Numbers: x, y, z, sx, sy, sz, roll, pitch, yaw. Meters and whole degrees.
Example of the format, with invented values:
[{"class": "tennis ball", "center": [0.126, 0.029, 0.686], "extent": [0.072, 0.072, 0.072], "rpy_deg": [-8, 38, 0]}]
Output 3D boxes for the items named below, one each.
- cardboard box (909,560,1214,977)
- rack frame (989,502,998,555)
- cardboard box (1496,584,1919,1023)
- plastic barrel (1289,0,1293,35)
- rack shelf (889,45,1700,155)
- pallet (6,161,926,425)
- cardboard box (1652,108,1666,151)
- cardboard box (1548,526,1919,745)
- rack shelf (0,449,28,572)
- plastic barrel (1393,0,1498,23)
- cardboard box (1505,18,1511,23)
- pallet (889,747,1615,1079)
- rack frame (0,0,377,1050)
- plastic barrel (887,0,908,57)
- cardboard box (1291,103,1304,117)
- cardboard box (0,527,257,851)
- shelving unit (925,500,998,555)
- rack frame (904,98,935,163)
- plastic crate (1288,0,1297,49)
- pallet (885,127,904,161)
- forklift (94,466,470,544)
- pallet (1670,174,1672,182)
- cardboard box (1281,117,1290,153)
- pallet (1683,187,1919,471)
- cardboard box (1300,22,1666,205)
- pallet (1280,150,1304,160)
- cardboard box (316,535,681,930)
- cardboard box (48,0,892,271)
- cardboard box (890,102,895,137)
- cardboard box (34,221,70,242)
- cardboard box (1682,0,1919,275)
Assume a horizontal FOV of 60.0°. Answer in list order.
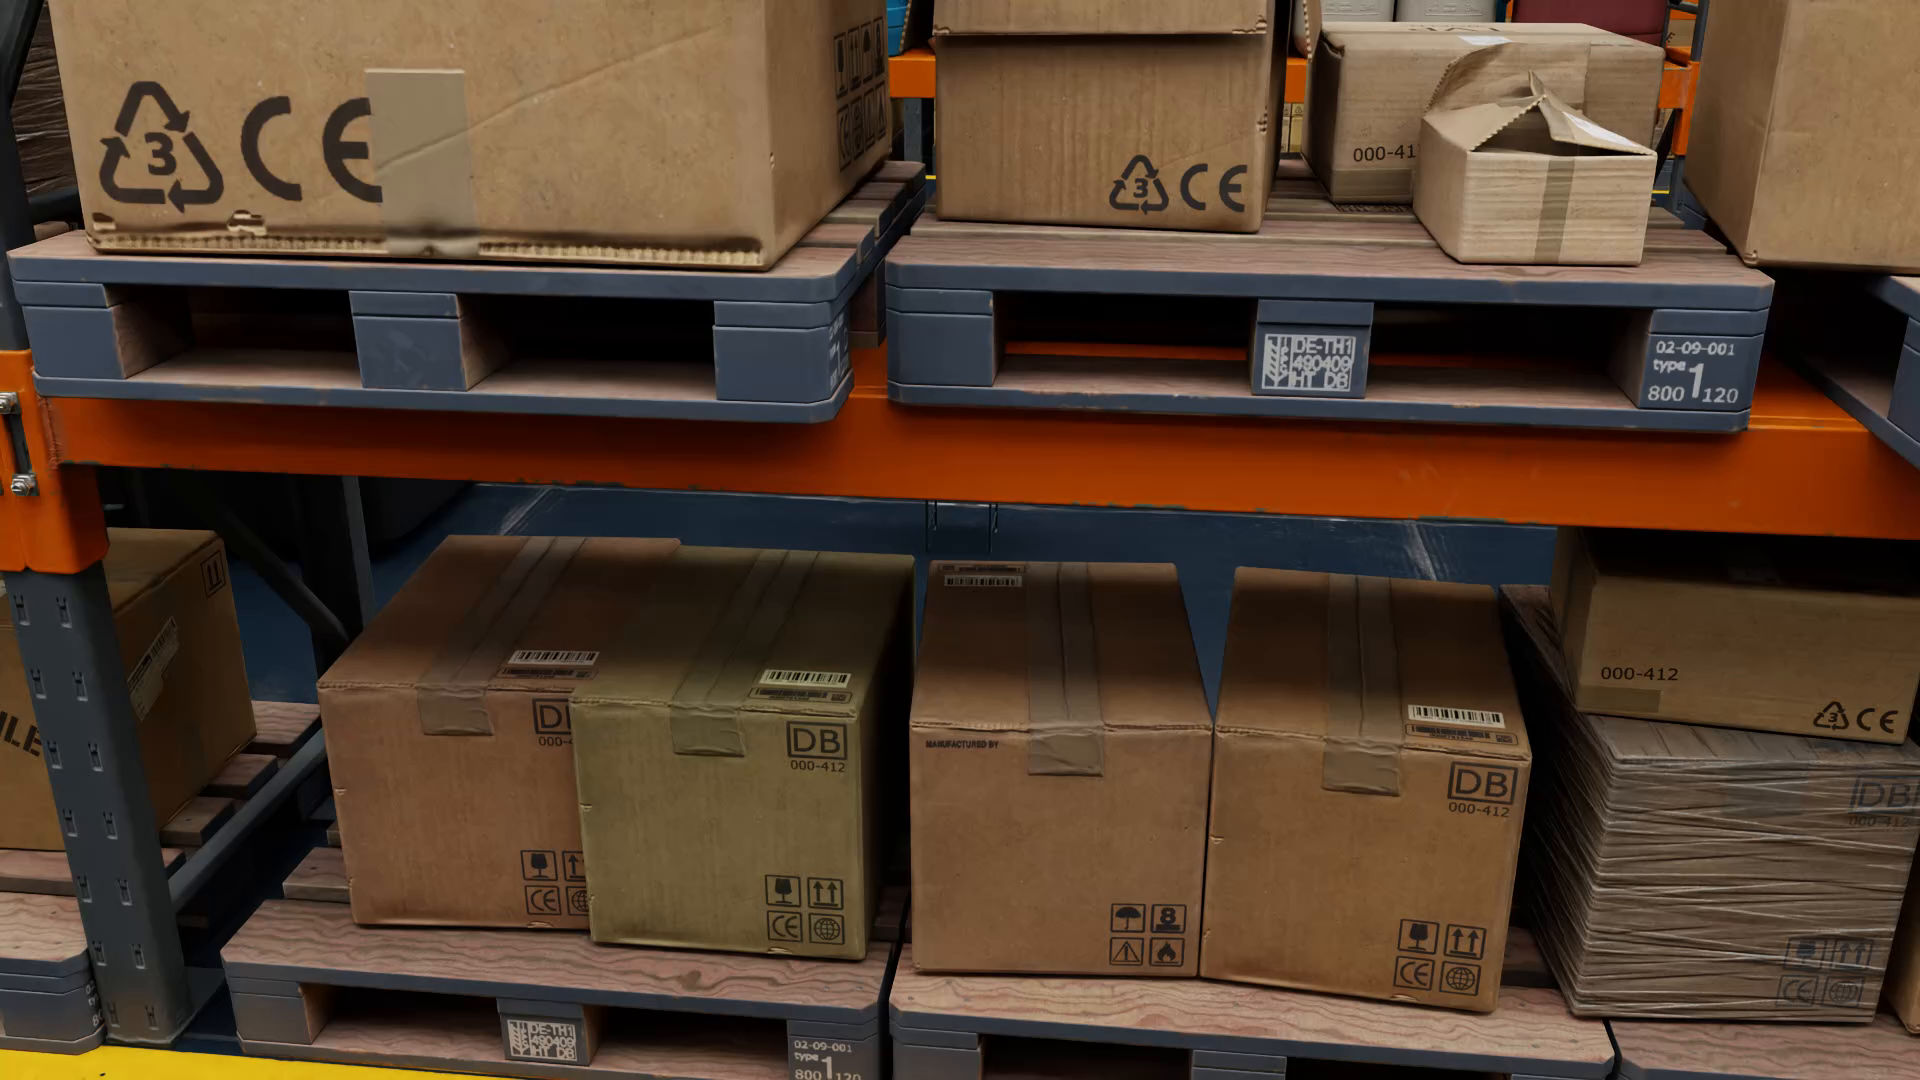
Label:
[{"class": "cardboard box", "center": [0.177, 0.403, 3.143], "extent": [0.500, 0.500, 0.700], "rpy_deg": [1, 22, 2]}, {"class": "rack frame", "center": [0.109, -0.414, 5.262], "extent": [0.006, 0.900, 0.240], "rpy_deg": [2, 22, 6]}, {"class": "cardboard box", "center": [1.295, 0.449, 3.026], "extent": [0.500, 0.500, 0.700], "rpy_deg": [1, 22, 2]}, {"class": "plastic barrel", "center": [1.208, -2.341, 7.096], "extent": [0.433, 0.535, 0.433], "rpy_deg": [0, 22, 0]}, {"class": "rack shelf", "center": [1.112, -2.028, 7.469], "extent": [4.000, 0.370, 1.077], "rpy_deg": [2, 22, 6]}, {"class": "pallet", "center": [-0.716, -0.466, 2.799], "extent": [1.213, 0.211, 1.003], "rpy_deg": [2, 22, 6]}, {"class": "cardboard box", "center": [4.623, -2.982, 11.705], "extent": [0.500, 0.500, 0.500], "rpy_deg": [2, 22, 4]}, {"class": "cardboard box", "center": [1.318, 0.104, 2.879], "extent": [0.500, 0.250, 0.500], "rpy_deg": [5, 22, 12]}, {"class": "rack shelf", "center": [-3.444, -0.393, 3.333], "extent": [4.000, 0.370, 1.077], "rpy_deg": [2, 22, 6]}, {"class": "plastic barrel", "center": [2.051, -2.295, 7.013], "extent": [0.421, 0.512, 0.421], "rpy_deg": [0, 22, 0]}, {"class": "cardboard box", "center": [4.978, -5.009, 16.383], "extent": [0.750, 0.750, 0.750], "rpy_deg": [2, 22, 6]}, {"class": "pallet", "center": [0.531, 0.741, 3.279], "extent": [1.213, 0.211, 1.003], "rpy_deg": [2, 22, 6]}, {"class": "rack frame", "center": [-1.457, -0.641, 2.982], "extent": [0.127, 3.000, 1.000], "rpy_deg": [2, 22, 6]}, {"class": "plastic barrel", "center": [-0.527, -2.555, 7.141], "extent": [0.708, 0.901, 0.600], "rpy_deg": [2, 22, 6]}, {"class": "cardboard box", "center": [2.618, -3.215, 11.898], "extent": [0.500, 0.311, 0.500], "rpy_deg": [2, 22, 5]}, {"class": "cardboard box", "center": [-1.850, 0.294, 3.445], "extent": [0.500, 0.500, 0.500], "rpy_deg": [2, 22, 5]}, {"class": "shelving unit", "center": [0.008, -0.418, 5.273], "extent": [0.210, 0.900, 0.258], "rpy_deg": [2, 22, 6]}, {"class": "rack frame", "center": [-0.288, -4.258, 12.130], "extent": [0.127, 3.000, 1.000], "rpy_deg": [2, 22, 6]}, {"class": "plastic crate", "center": [1.529, -2.488, 7.566], "extent": [0.583, 0.464, 0.402], "rpy_deg": [2, 22, 6]}, {"class": "pallet", "center": [-1.073, -3.011, 12.768], "extent": [1.213, 0.211, 1.003], "rpy_deg": [2, 22, 6]}, {"class": "forklift", "center": [-3.207, -1.543, 5.356], "extent": [3.031, 2.935, 1.130], "rpy_deg": [3, 22, 7]}, {"class": "pallet", "center": [5.629, -2.688, 11.952], "extent": [1.213, 0.211, 1.003], "rpy_deg": [2, 22, 6]}, {"class": "cardboard box", "center": [2.122, -2.979, 12.064], "extent": [0.500, 0.250, 0.500], "rpy_deg": [3, 22, 8]}, {"class": "pallet", "center": [1.795, -0.371, 2.559], "extent": [1.003, 0.211, 1.213], "rpy_deg": [2, 22, 6]}, {"class": "cardboard box", "center": [0.877, -0.750, 2.890], "extent": [0.500, 0.250, 0.500], "rpy_deg": [2, 22, 5]}, {"class": "pallet", "center": [2.871, -2.838, 12.331], "extent": [1.213, 0.211, 1.003], "rpy_deg": [2, 22, 6]}, {"class": "cardboard box", "center": [-0.850, 0.351, 3.273], "extent": [0.500, 0.500, 0.700], "rpy_deg": [1, 22, 2]}, {"class": "cardboard box", "center": [-0.685, -1.030, 2.578], "extent": [1.000, 1.000, 1.000], "rpy_deg": [3, 22, 7]}, {"class": "cardboard box", "center": [-0.774, -3.115, 12.407], "extent": [0.500, 0.250, 0.500], "rpy_deg": [2, 22, 6]}, {"class": "cardboard box", "center": [-1.706, -0.426, 2.780], "extent": [0.250, 0.149, 0.380], "rpy_deg": [2, 22, 6]}, {"class": "cardboard box", "center": [1.408, -0.706, 2.439], "extent": [0.500, 0.500, 0.700], "rpy_deg": [6, 22, 14]}]
